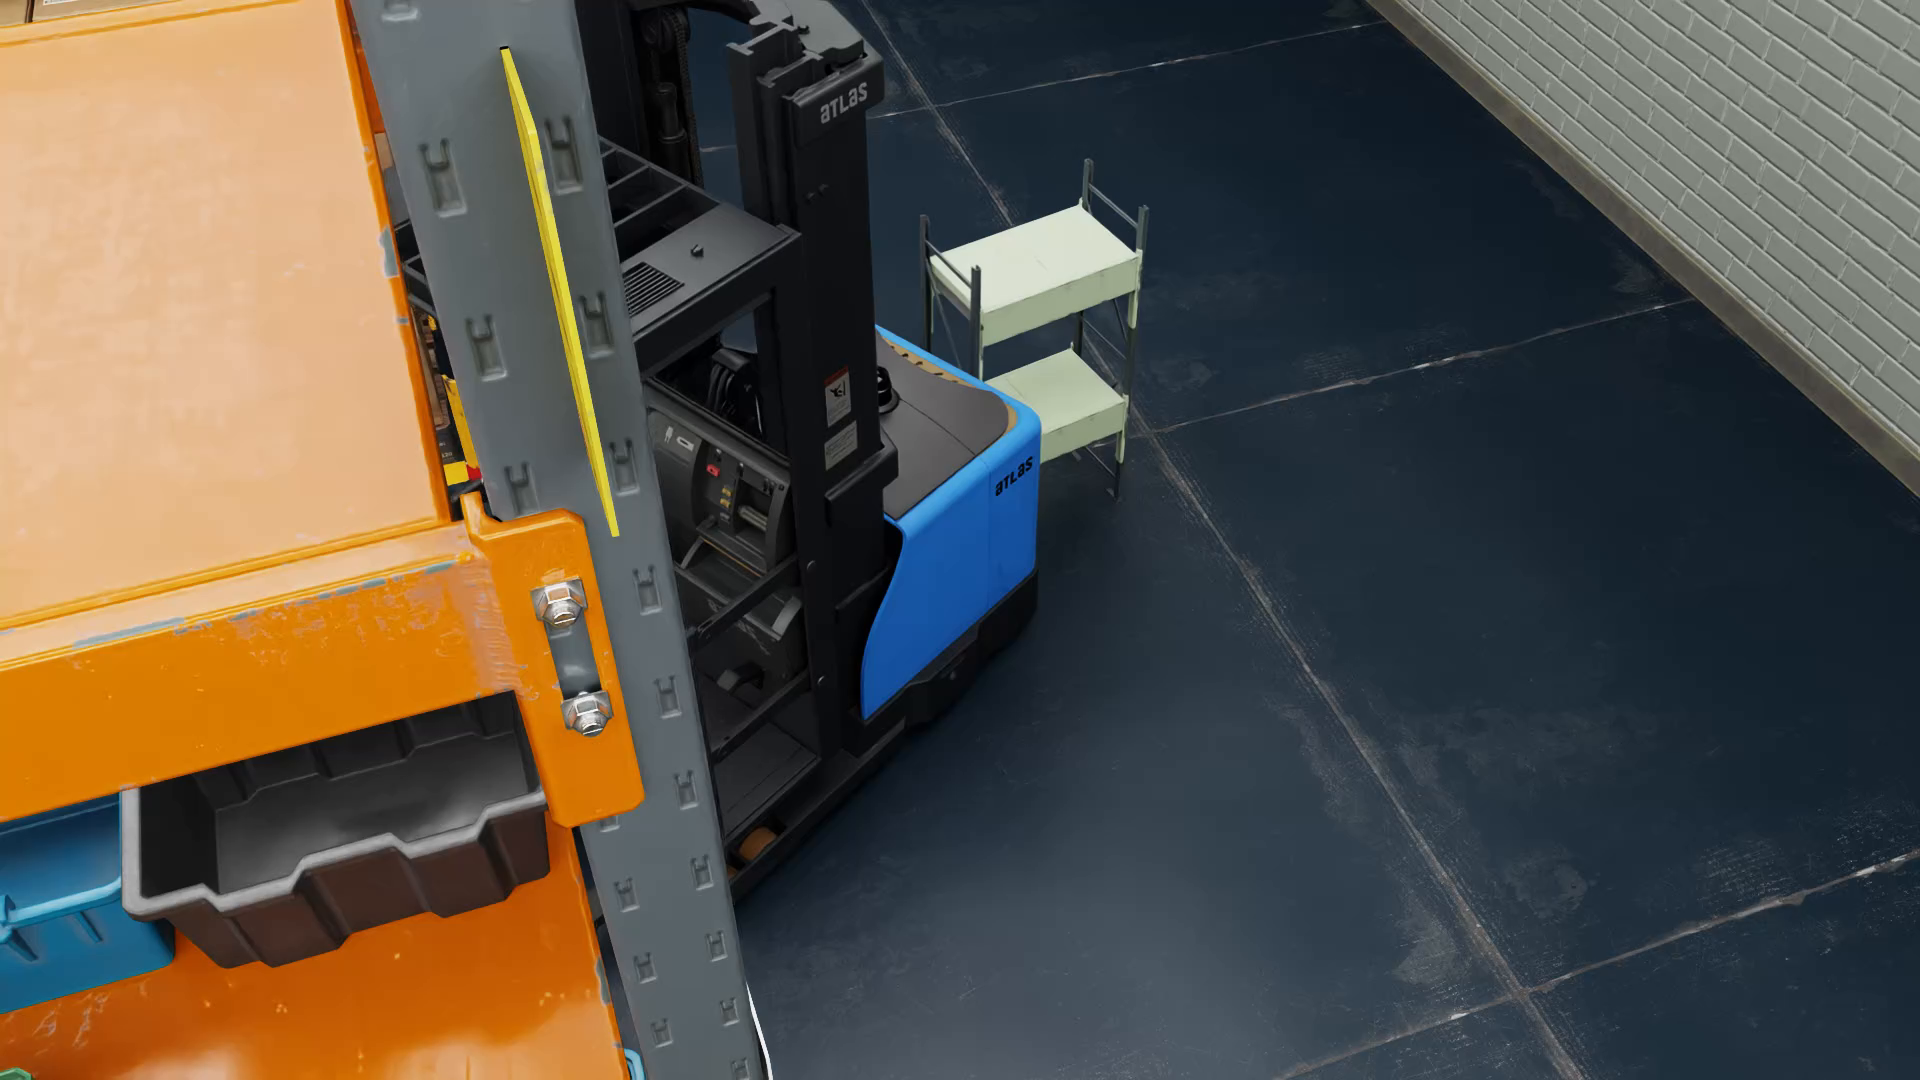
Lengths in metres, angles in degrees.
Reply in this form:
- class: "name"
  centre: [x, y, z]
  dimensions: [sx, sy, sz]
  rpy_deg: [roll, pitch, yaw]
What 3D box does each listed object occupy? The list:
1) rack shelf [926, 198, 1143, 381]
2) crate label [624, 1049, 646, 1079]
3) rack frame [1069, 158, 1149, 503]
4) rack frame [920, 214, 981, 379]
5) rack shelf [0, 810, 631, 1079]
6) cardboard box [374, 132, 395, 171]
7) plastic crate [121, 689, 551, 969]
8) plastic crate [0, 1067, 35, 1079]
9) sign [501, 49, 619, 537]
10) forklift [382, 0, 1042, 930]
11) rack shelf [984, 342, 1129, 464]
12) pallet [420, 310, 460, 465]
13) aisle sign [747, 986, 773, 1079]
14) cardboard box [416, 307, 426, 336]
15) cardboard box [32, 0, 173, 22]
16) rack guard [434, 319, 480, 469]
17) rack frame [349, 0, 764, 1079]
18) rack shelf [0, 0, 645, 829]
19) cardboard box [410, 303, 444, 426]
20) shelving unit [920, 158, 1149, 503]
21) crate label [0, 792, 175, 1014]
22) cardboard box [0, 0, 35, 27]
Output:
- class: "rack shelf"
  centre: [0.277, -0.959, 6.405]
  dimensions: [0.720, 0.370, 0.431]
  rpy_deg: [-23, 50, -21]
- class: "crate label"
  centre: [-0.803, 1.371, 3.651]
  dimensions: [0.303, 0.233, 0.416]
  rpy_deg: [-14, 47, -14]
- class: "rack frame"
  centre: [0.591, -0.817, 6.815]
  dimensions: [0.023, 1.500, 0.400]
  rpy_deg: [-23, 50, -21]
- class: "rack frame"
  centre: [-0.036, -0.550, 6.548]
  dimensions: [0.023, 1.500, 0.400]
  rpy_deg: [-23, 50, -21]
- class: "rack shelf"
  centre: [-2.340, 1.169, 2.167]
  dimensions: [4.000, 0.370, 1.077]
  rpy_deg: [-14, 47, -14]
- class: "cardboard box"
  centre: [-2.466, -1.554, 6.420]
  dimensions: [0.500, 0.500, 0.500]
  rpy_deg: [-13, 47, -13]
- class: "plastic crate"
  centre: [-0.916, 0.387, 2.530]
  dimensions: [0.590, 0.269, 0.497]
  rpy_deg: [-14, 47, -14]
- class: "plastic crate"
  centre: [-1.290, 0.936, 2.040]
  dimensions: [0.336, 0.188, 0.450]
  rpy_deg: [-14, 47, -14]
- class: "sign"
  centre: [-0.257, -0.148, 1.082]
  dimensions: [0.005, 0.325, 0.100]
  rpy_deg: [-14, 47, -14]
- class: "forklift"
  centre: [-1.024, -0.157, 5.146]
  dimensions: [1.130, 2.935, 3.031]
  rpy_deg: [31, 53, 27]
- class: "rack shelf"
  centre: [0.277, -0.453, 6.912]
  dimensions: [0.720, 0.370, 0.431]
  rpy_deg: [-23, 50, -21]
- class: "pallet"
  centre: [-2.959, -0.613, 7.521]
  dimensions: [1.213, 0.211, 1.003]
  rpy_deg: [-14, 47, -14]
- class: "aisle sign"
  centre: [-0.292, 0.753, 2.356]
  dimensions: [0.004, 0.787, 0.394]
  rpy_deg: [-14, 47, -14]
- class: "cardboard box"
  centre: [-2.648, -1.085, 7.725]
  dimensions: [0.250, 0.149, 0.380]
  rpy_deg: [-14, 47, -14]
- class: "cardboard box"
  centre: [-2.938, -1.784, 5.943]
  dimensions: [0.500, 0.500, 0.500]
  rpy_deg: [-13, 47, -13]
- class: "rack guard"
  centre: [-2.209, -0.907, 7.611]
  dimensions: [0.348, 0.500, 1.175]
  rpy_deg: [-14, 47, -14]
- class: "rack frame"
  centre: [-0.459, -0.625, 1.329]
  dimensions: [0.127, 3.000, 1.000]
  rpy_deg: [-14, 47, -14]
- class: "rack shelf"
  centre: [-2.340, 0.251, 1.246]
  dimensions: [4.000, 0.370, 1.077]
  rpy_deg: [-14, 47, -14]
- class: "cardboard box"
  centre: [-2.565, -0.786, 7.179]
  dimensions: [0.500, 0.500, 0.500]
  rpy_deg: [-14, 47, -14]
- class: "shelving unit"
  centre: [0.277, -0.683, 6.681]
  dimensions: [0.755, 1.500, 0.431]
  rpy_deg: [-23, 50, -21]
- class: "crate label"
  centre: [-1.437, 0.493, 2.437]
  dimensions: [0.502, 0.251, 0.408]
  rpy_deg: [-14, 47, -14]
- class: "cardboard box"
  centre: [-3.424, -1.656, 5.816]
  dimensions: [0.500, 0.500, 0.500]
  rpy_deg: [-13, 47, -13]
